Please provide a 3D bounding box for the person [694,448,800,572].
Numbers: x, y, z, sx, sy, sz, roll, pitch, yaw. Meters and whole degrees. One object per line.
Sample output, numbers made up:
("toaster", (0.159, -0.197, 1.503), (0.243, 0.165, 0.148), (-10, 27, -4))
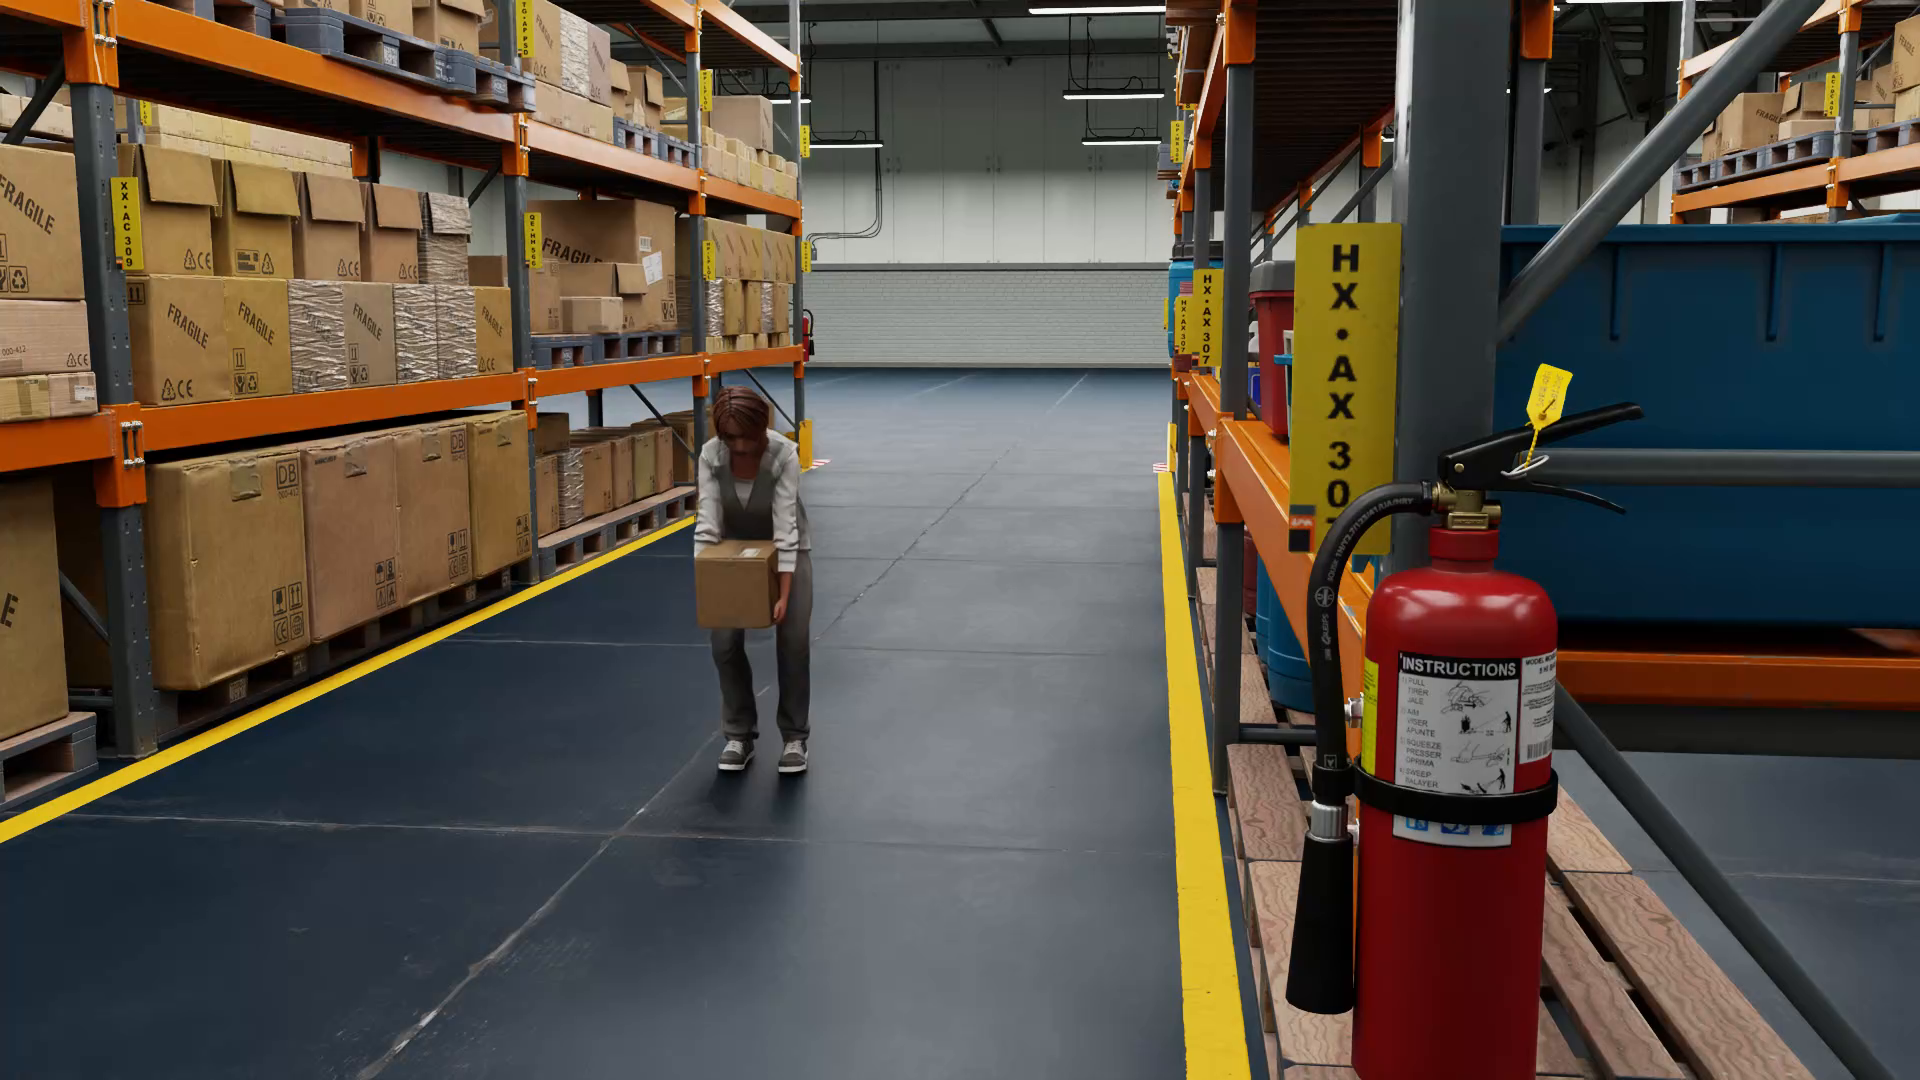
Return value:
("person", (-0.724, -0.149, 5.954), (0.369, 0.471, 0.498), (1, 8, 5))
